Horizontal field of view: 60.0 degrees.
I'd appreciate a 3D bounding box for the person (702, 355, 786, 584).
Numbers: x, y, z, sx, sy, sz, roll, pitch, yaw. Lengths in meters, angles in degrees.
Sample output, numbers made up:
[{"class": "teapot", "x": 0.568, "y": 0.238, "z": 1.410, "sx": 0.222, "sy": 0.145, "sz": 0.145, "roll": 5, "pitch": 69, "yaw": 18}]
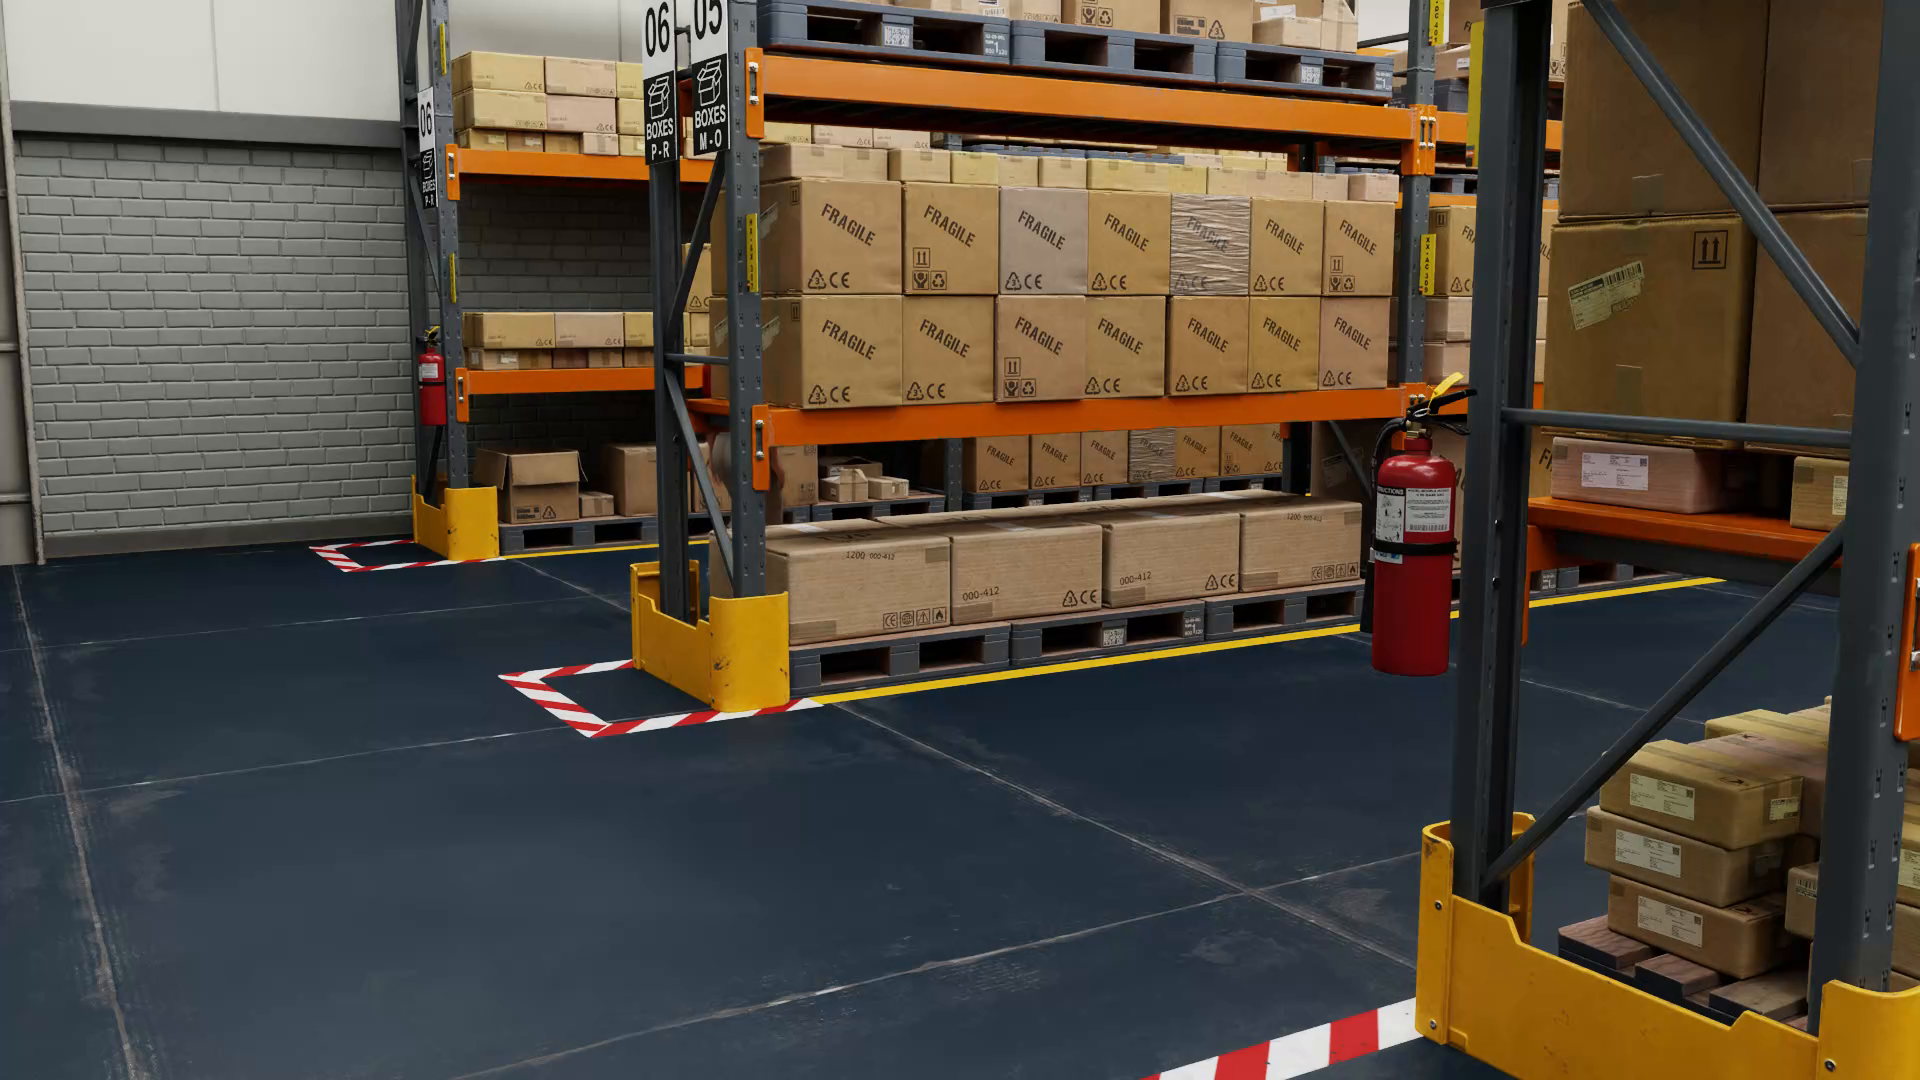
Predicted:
[{"class": "person", "x": -1.179, "y": -0.442, "z": 9.566, "sx": 0.492, "sy": 1.779, "sz": 0.557, "roll": -6, "pitch": 10, "yaw": -36}]
